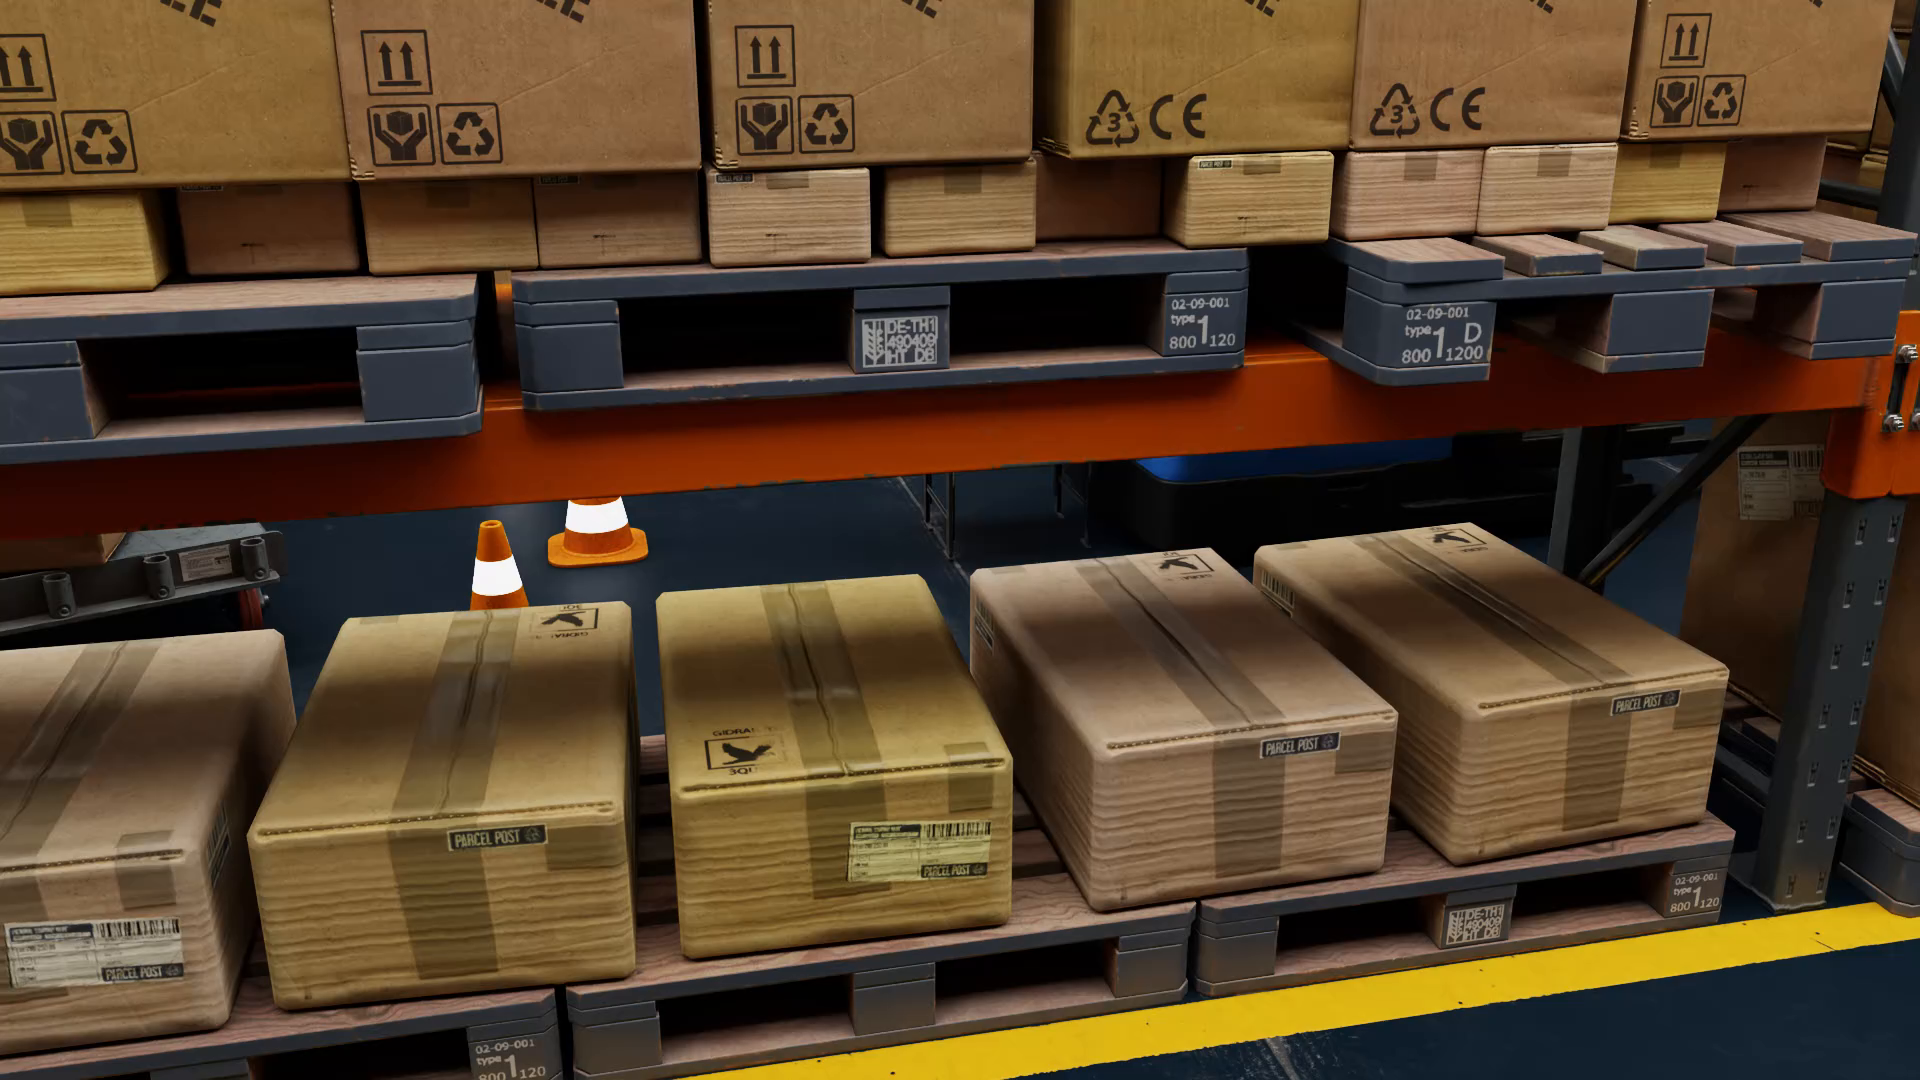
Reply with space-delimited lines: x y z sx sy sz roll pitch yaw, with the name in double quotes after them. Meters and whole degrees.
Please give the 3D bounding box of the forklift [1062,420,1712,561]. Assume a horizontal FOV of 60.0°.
1.965 -1.578 5.861 3.031 2.935 1.130 -6 21 -16 "forklift"

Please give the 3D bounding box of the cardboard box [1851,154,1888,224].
2.243 -0.653 3.453 0.500 0.250 0.500 -5 21 -13 "cardboard box"

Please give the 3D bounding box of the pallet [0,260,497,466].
-1.406 -0.374 2.752 1.213 0.211 1.003 -5 21 -12 "pallet"

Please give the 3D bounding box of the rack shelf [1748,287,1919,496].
3.656 -0.589 4.107 4.000 0.370 1.077 -5 21 -12 "rack shelf"

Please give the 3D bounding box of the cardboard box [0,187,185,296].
-1.328 -0.486 2.535 0.250 0.149 0.380 -4 21 -11 "cardboard box"

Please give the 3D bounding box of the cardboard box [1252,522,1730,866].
1.157 0.310 3.818 0.625 0.372 0.950 -6 21 -16 "cardboard box"

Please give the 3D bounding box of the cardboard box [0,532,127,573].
-2.622 -0.227 4.607 0.500 0.500 0.500 -5 21 -12 "cardboard box"

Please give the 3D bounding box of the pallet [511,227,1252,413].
-0.208 -0.508 3.119 1.213 0.211 1.003 -5 21 -12 "pallet"

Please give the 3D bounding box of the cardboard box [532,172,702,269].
-0.569 -0.559 2.735 0.250 0.149 0.380 -4 21 -12 "cardboard box"

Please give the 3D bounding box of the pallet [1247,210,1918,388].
1.040 -0.586 3.333 1.003 0.211 1.213 -5 21 -12 "pallet"

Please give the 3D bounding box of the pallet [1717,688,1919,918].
2.494 0.504 4.133 1.213 0.211 1.003 -5 21 -12 "pallet"

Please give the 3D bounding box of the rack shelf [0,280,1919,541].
-0.237 -0.272 3.243 4.000 0.370 1.077 -5 21 -12 "rack shelf"

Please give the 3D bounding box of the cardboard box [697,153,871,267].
-0.298 -0.563 2.745 0.250 0.149 0.380 -4 20 -10 "cardboard box"

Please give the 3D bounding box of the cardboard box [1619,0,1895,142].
1.331 -1.023 3.059 0.500 0.500 0.500 -5 21 -14 "cardboard box"

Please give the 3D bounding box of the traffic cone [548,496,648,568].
-1.247 -0.185 5.647 0.334 0.463 0.336 -5 21 -12 "traffic cone"

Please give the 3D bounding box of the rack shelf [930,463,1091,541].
0.161 -0.329 5.735 0.480 0.518 0.431 -5 21 -12 "rack shelf"

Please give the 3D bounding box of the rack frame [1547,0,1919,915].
1.709 -0.768 3.551 0.127 3.000 1.000 -5 21 -12 "rack frame"

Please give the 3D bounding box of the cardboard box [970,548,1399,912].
0.441 0.371 3.651 0.625 0.372 0.950 -5 21 -14 "cardboard box"

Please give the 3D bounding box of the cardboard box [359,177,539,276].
-0.810 -0.540 2.683 0.250 0.149 0.380 -4 21 -12 "cardboard box"

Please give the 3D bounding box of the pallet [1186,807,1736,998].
0.948 0.602 3.864 1.213 0.211 1.003 -5 21 -12 "pallet"

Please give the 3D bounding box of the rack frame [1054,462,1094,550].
0.399 -1.018 5.542 0.015 2.100 0.400 -5 21 -12 "rack frame"

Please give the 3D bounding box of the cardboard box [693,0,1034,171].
-0.192 -0.895 2.710 0.500 0.500 0.500 -6 21 -15 "cardboard box"

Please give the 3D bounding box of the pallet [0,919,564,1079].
-1.426 0.795 3.336 1.213 0.211 1.003 -5 21 -12 "pallet"

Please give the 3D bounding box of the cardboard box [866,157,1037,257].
-0.045 -0.594 2.829 0.250 0.149 0.380 -5 21 -14 "cardboard box"

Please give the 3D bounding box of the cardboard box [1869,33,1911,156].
2.259 -0.890 3.375 0.500 0.250 0.500 -5 21 -13 "cardboard box"

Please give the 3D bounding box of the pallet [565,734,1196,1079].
-0.237 0.698 3.603 1.213 0.211 1.003 -5 21 -12 "pallet"

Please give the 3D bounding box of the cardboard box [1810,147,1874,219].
2.142 -0.825 3.924 0.500 0.250 0.500 -5 21 -14 "cardboard box"

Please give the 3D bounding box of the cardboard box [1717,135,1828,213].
1.444 -0.743 3.237 0.250 0.149 0.380 -4 20 -10 "cardboard box"

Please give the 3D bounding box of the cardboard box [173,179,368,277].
-1.070 -0.534 2.666 0.250 0.149 0.380 -3 20 -9 "cardboard box"

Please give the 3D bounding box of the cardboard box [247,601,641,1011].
-0.975 0.484 3.341 0.625 0.372 0.950 -3 20 -9 "cardboard box"

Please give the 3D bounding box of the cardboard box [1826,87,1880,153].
2.122 -1.056 3.828 0.500 0.250 0.500 -5 21 -13 "cardboard box"

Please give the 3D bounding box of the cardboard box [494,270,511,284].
-1.898 -1.396 7.925 0.750 0.750 1.050 -5 21 -12 "cardboard box"

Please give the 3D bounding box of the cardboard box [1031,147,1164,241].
0.180 -0.641 2.959 0.250 0.149 0.380 -4 21 -12 "cardboard box"

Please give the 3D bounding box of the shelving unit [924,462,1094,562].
0.161 -0.999 5.489 0.503 2.100 0.431 -5 21 -12 "shelving unit"

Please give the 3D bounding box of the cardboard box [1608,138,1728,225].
1.200 -0.698 3.113 0.250 0.149 0.380 -4 21 -12 "cardboard box"

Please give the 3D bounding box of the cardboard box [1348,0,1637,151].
0.830 -0.979 2.937 0.500 0.500 0.500 -5 21 -13 "cardboard box"

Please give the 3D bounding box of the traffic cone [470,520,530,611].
-1.299 0.173 4.671 0.334 0.463 0.336 -5 21 -12 "traffic cone"

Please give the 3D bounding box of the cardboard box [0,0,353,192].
-1.174 -0.817 2.495 0.500 0.500 0.500 -5 21 -12 "cardboard box"

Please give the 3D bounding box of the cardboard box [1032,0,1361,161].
0.339 -0.938 2.827 0.500 0.500 0.500 -6 21 -16 "cardboard box"

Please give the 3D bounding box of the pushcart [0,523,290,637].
-2.757 0.020 5.211 0.936 0.377 1.648 -13 24 -31 "pushcart"

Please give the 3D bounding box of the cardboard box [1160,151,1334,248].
0.454 -0.619 2.898 0.250 0.149 0.380 -4 21 -12 "cardboard box"

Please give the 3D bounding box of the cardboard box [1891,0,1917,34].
2.245 -1.242 3.245 0.500 0.500 0.500 -5 21 -14 "cardboard box"

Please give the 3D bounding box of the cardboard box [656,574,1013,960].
-0.298 0.429 3.493 0.625 0.372 0.950 -4 20 -11 "cardboard box"

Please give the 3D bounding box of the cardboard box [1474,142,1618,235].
0.965 -0.663 3.017 0.250 0.149 0.380 -5 21 -13 "cardboard box"

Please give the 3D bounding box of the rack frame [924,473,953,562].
-0.076 -0.980 5.436 0.015 2.100 0.400 -5 21 -12 "rack frame"

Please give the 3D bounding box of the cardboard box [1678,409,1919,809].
2.400 0.005 3.918 0.875 0.875 0.875 -5 21 -13 "cardboard box"

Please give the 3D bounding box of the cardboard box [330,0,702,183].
-0.690 -0.851 2.589 0.500 0.500 0.500 -5 21 -13 "cardboard box"

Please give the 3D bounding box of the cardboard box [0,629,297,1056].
-1.674 0.543 3.183 0.625 0.372 0.950 -4 21 -12 "cardboard box"

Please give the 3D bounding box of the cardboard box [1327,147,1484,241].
0.718 -0.645 2.970 0.250 0.149 0.380 -6 21 -15 "cardboard box"
